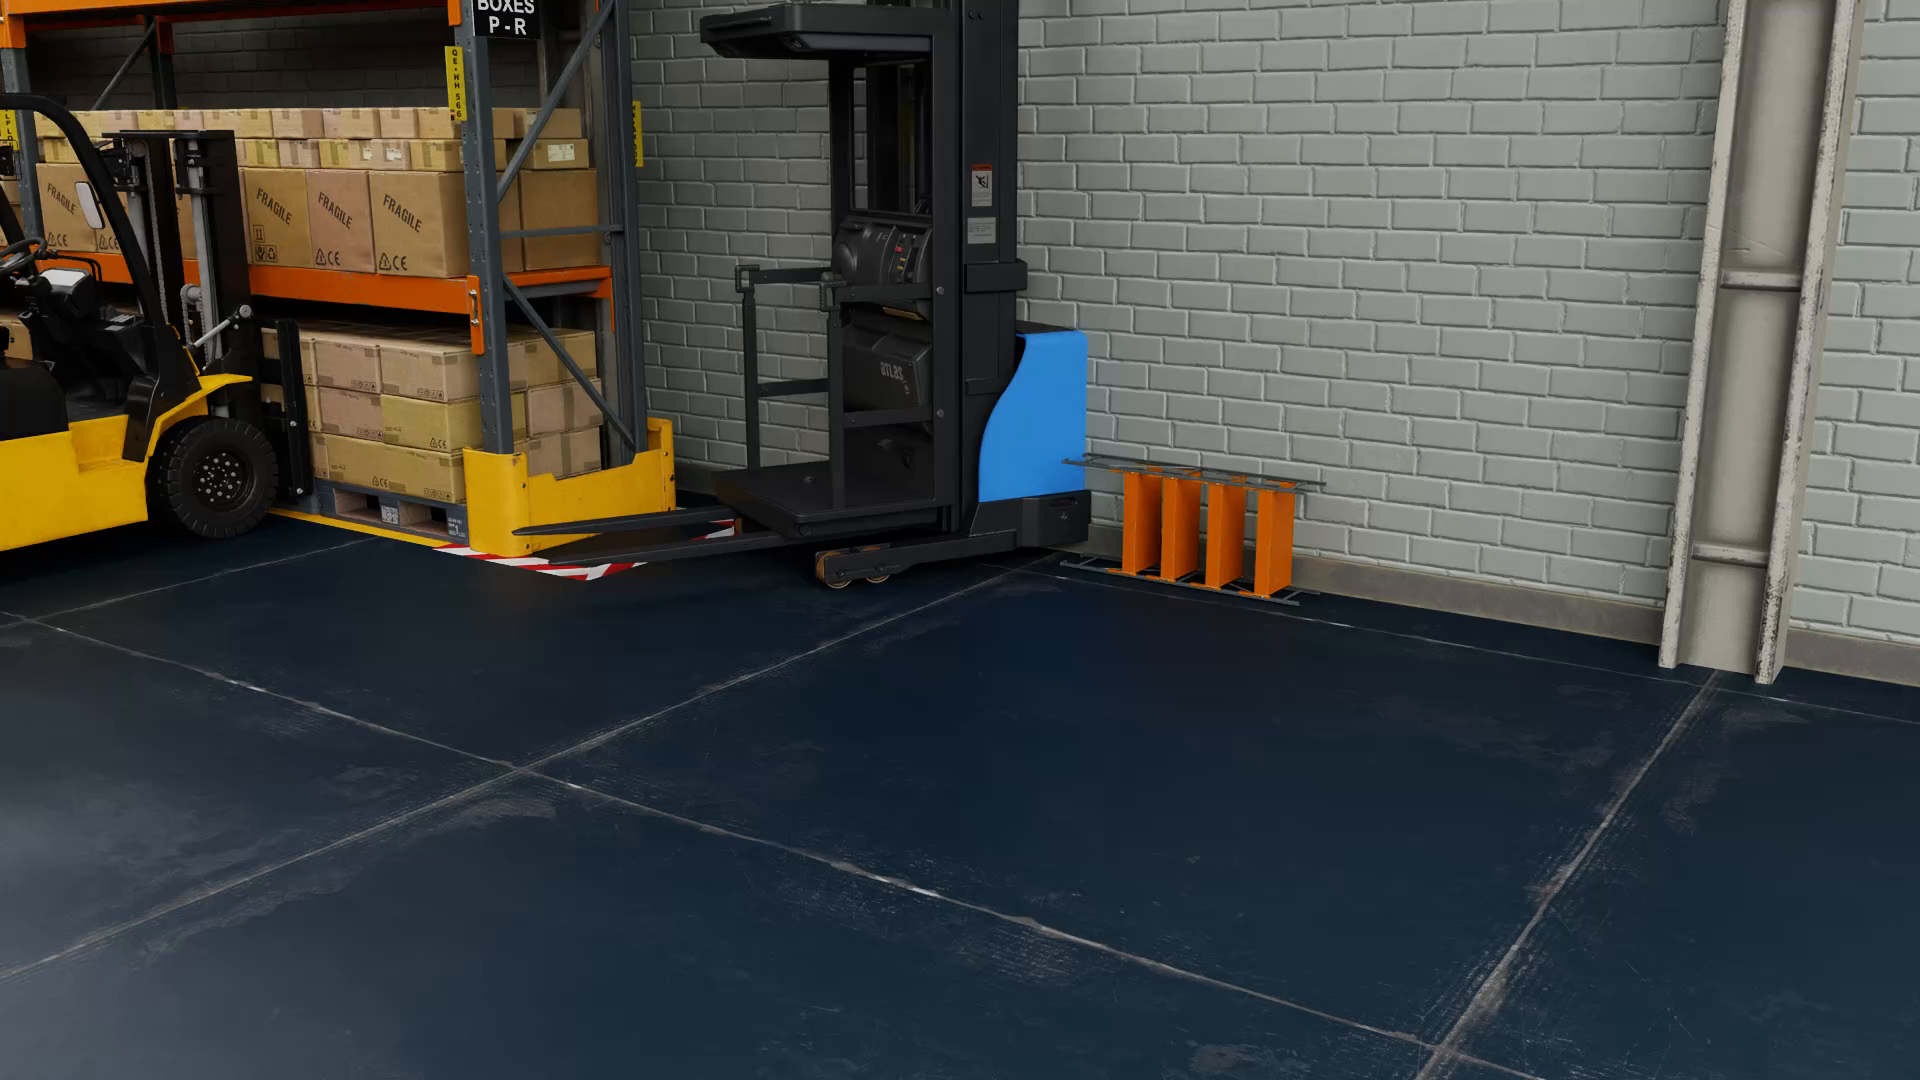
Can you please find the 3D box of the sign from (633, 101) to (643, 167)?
[{"bbox_3d":[-1.665,-2.077,8.507,0.005,0.325,0.100,9,17,33],"label":"sign"}]

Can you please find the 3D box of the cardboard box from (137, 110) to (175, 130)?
[{"bbox_3d":[-4.329,-2.317,9.265,0.250,0.149,0.380,9,16,32],"label":"cardboard box"}]

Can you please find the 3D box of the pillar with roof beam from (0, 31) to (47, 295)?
[{"bbox_3d":[-9.436,-4.640,8.342,0.400,9.000,9.100,9,17,33],"label":"pillar with roof beam"}]

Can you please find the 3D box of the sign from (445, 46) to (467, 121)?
[{"bbox_3d":[-2.294,-2.080,7.579,0.005,0.325,0.100,9,17,33],"label":"sign"}]

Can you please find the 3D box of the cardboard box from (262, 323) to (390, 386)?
[{"bbox_3d":[-3.387,-0.996,8.872,0.500,0.250,0.500,9,17,34],"label":"cardboard box"}]

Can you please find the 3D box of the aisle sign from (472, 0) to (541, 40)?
[{"bbox_3d":[-2.089,-2.703,7.592,0.004,0.787,0.394,9,17,33],"label":"aisle sign"}]

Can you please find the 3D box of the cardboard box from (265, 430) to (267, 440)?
[{"bbox_3d":[-3.807,-0.581,9.275,0.500,0.250,0.500,10,17,35],"label":"cardboard box"}]

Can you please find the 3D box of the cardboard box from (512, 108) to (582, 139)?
[{"bbox_3d":[-2.139,-2.104,8.405,0.250,0.149,0.380,9,16,32],"label":"cardboard box"}]

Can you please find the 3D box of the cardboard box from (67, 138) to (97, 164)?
[{"bbox_3d":[-4.965,-2.279,9.730,0.250,0.149,0.380,10,17,34],"label":"cardboard box"}]

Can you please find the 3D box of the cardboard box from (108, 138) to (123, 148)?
[{"bbox_3d":[-4.570,-2.202,9.418,0.250,0.149,0.380,10,17,34],"label":"cardboard box"}]

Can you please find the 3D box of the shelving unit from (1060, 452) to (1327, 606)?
[{"bbox_3d":[1.030,-0.065,7.513,1.200,0.503,0.258,10,17,34],"label":"shelving unit"}]

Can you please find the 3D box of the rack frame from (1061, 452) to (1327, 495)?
[{"bbox_3d":[1.030,-0.302,7.454,1.200,0.015,0.240,10,17,34],"label":"rack frame"}]

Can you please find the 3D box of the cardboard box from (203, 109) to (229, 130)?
[{"bbox_3d":[-3.870,-2.264,9.051,0.250,0.149,0.380,9,17,33],"label":"cardboard box"}]

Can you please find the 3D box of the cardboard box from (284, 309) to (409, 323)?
[{"bbox_3d":[-3.520,-1.171,9.579,0.500,0.250,0.500,9,16,32],"label":"cardboard box"}]

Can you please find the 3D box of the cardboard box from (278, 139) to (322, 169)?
[{"bbox_3d":[-3.281,-2.000,8.603,0.250,0.149,0.380,9,16,31],"label":"cardboard box"}]

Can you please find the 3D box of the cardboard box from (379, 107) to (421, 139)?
[{"bbox_3d":[-2.617,-2.050,8.184,0.250,0.149,0.380,9,17,33],"label":"cardboard box"}]

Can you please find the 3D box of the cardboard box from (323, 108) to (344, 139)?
[{"bbox_3d":[-3.014,-2.128,8.498,0.250,0.149,0.380,9,17,33],"label":"cardboard box"}]

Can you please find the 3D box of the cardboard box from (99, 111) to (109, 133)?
[{"bbox_3d":[-4.716,-2.402,9.606,0.250,0.149,0.380,9,16,32],"label":"cardboard box"}]

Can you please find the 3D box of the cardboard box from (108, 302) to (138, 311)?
[{"bbox_3d":[-5.073,-1.272,9.988,0.500,0.250,0.500,9,16,32],"label":"cardboard box"}]

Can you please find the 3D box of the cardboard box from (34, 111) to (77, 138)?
[{"bbox_3d":[-5.200,-2.451,9.806,0.250,0.149,0.380,10,17,34],"label":"cardboard box"}]

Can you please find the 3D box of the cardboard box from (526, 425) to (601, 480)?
[{"bbox_3d":[-2.278,-0.483,8.880,0.500,0.250,0.500,9,17,33],"label":"cardboard box"}]

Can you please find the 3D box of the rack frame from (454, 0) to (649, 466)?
[{"bbox_3d":[-1.980,-1.509,8.176,0.127,3.000,1.000,9,17,33],"label":"rack frame"}]

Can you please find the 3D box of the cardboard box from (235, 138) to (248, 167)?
[{"bbox_3d":[-3.659,-2.082,8.932,0.250,0.149,0.380,9,17,32],"label":"cardboard box"}]

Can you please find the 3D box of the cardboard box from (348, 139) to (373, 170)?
[{"bbox_3d":[-2.834,-1.938,8.353,0.250,0.149,0.380,10,17,34],"label":"cardboard box"}]

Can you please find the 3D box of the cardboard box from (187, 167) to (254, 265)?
[{"bbox_3d":[-3.809,-1.776,9.049,0.500,0.500,0.500,9,17,33],"label":"cardboard box"}]

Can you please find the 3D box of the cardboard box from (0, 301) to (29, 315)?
[{"bbox_3d":[-6.378,-1.270,11.278,0.625,0.625,0.875,9,17,32],"label":"cardboard box"}]

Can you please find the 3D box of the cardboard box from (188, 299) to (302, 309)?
[{"bbox_3d":[-4.354,-1.307,10.130,0.500,0.250,0.500,9,16,32],"label":"cardboard box"}]

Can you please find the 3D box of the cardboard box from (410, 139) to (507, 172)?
[{"bbox_3d":[-2.424,-1.863,8.049,0.250,0.149,0.380,9,17,34],"label":"cardboard box"}]

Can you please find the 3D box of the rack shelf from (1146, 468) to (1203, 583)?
[{"bbox_3d":[0.975,-0.075,7.550,0.148,0.480,0.258,10,17,34],"label":"rack shelf"}]

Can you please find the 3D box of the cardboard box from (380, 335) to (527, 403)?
[{"bbox_3d":[-2.536,-0.863,8.334,0.500,0.250,0.500,10,17,35],"label":"cardboard box"}]

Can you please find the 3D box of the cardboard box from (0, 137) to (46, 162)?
[{"bbox_3d":[-5.706,-2.410,10.260,0.250,0.149,0.380,10,17,35],"label":"cardboard box"}]

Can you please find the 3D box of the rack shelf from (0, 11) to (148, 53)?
[{"bbox_3d":[-6.958,-3.420,11.153,4.000,0.370,1.077,9,17,33],"label":"rack shelf"}]

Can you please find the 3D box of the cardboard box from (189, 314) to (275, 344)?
[{"bbox_3d":[-4.235,-1.137,9.443,0.500,0.250,0.500,10,17,35],"label":"cardboard box"}]

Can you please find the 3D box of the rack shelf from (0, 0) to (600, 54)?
[{"bbox_3d":[-3.639,-2.884,8.986,4.000,0.370,1.077,9,17,33],"label":"rack shelf"}]

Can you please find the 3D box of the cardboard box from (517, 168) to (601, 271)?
[{"bbox_3d":[-2.236,-1.679,8.656,0.500,0.500,0.500,10,17,35],"label":"cardboard box"}]

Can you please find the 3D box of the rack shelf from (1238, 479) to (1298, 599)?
[{"bbox_3d":[1.352,-0.011,7.294,0.148,0.480,0.258,10,17,34],"label":"rack shelf"}]

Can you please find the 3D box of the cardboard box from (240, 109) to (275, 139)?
[{"bbox_3d":[-3.510,-2.174,8.686,0.250,0.149,0.380,10,17,34],"label":"cardboard box"}]

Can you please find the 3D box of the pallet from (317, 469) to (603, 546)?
[{"bbox_3d":[-2.638,-0.250,8.892,1.213,0.211,1.003,9,17,33],"label":"pallet"}]

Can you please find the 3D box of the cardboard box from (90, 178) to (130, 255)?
[{"bbox_3d":[-4.635,-1.916,9.612,0.500,0.500,0.500,10,17,34],"label":"cardboard box"}]

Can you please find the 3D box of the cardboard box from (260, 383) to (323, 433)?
[{"bbox_3d":[-3.408,-0.758,8.951,0.500,0.250,0.500,9,16,32],"label":"cardboard box"}]

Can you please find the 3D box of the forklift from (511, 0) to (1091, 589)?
[{"bbox_3d":[-0.552,-1.350,7.677,3.031,2.935,1.130,-8,16,-28],"label":"forklift"}]

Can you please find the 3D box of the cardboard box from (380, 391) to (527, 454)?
[{"bbox_3d":[-2.558,-0.624,8.408,0.500,0.250,0.500,9,16,32],"label":"cardboard box"}]

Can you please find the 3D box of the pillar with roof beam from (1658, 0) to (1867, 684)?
[{"bbox_3d":[0.521,-3.031,1.841,0.400,9.000,9.100,9,17,33],"label":"pillar with roof beam"}]

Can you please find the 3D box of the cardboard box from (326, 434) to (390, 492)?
[{"bbox_3d":[-2.953,-0.447,8.733,0.500,0.250,0.500,9,17,33],"label":"cardboard box"}]

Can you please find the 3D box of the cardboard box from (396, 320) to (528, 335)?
[{"bbox_3d":[-2.690,-1.032,9.017,0.500,0.250,0.500,9,17,33],"label":"cardboard box"}]

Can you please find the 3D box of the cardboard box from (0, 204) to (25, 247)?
[{"bbox_3d":[-5.863,-1.988,10.424,0.500,0.250,0.500,10,17,34],"label":"cardboard box"}]

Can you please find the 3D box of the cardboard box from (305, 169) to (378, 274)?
[{"bbox_3d":[-2.960,-1.643,8.508,0.500,0.500,0.500,10,17,35],"label":"cardboard box"}]
